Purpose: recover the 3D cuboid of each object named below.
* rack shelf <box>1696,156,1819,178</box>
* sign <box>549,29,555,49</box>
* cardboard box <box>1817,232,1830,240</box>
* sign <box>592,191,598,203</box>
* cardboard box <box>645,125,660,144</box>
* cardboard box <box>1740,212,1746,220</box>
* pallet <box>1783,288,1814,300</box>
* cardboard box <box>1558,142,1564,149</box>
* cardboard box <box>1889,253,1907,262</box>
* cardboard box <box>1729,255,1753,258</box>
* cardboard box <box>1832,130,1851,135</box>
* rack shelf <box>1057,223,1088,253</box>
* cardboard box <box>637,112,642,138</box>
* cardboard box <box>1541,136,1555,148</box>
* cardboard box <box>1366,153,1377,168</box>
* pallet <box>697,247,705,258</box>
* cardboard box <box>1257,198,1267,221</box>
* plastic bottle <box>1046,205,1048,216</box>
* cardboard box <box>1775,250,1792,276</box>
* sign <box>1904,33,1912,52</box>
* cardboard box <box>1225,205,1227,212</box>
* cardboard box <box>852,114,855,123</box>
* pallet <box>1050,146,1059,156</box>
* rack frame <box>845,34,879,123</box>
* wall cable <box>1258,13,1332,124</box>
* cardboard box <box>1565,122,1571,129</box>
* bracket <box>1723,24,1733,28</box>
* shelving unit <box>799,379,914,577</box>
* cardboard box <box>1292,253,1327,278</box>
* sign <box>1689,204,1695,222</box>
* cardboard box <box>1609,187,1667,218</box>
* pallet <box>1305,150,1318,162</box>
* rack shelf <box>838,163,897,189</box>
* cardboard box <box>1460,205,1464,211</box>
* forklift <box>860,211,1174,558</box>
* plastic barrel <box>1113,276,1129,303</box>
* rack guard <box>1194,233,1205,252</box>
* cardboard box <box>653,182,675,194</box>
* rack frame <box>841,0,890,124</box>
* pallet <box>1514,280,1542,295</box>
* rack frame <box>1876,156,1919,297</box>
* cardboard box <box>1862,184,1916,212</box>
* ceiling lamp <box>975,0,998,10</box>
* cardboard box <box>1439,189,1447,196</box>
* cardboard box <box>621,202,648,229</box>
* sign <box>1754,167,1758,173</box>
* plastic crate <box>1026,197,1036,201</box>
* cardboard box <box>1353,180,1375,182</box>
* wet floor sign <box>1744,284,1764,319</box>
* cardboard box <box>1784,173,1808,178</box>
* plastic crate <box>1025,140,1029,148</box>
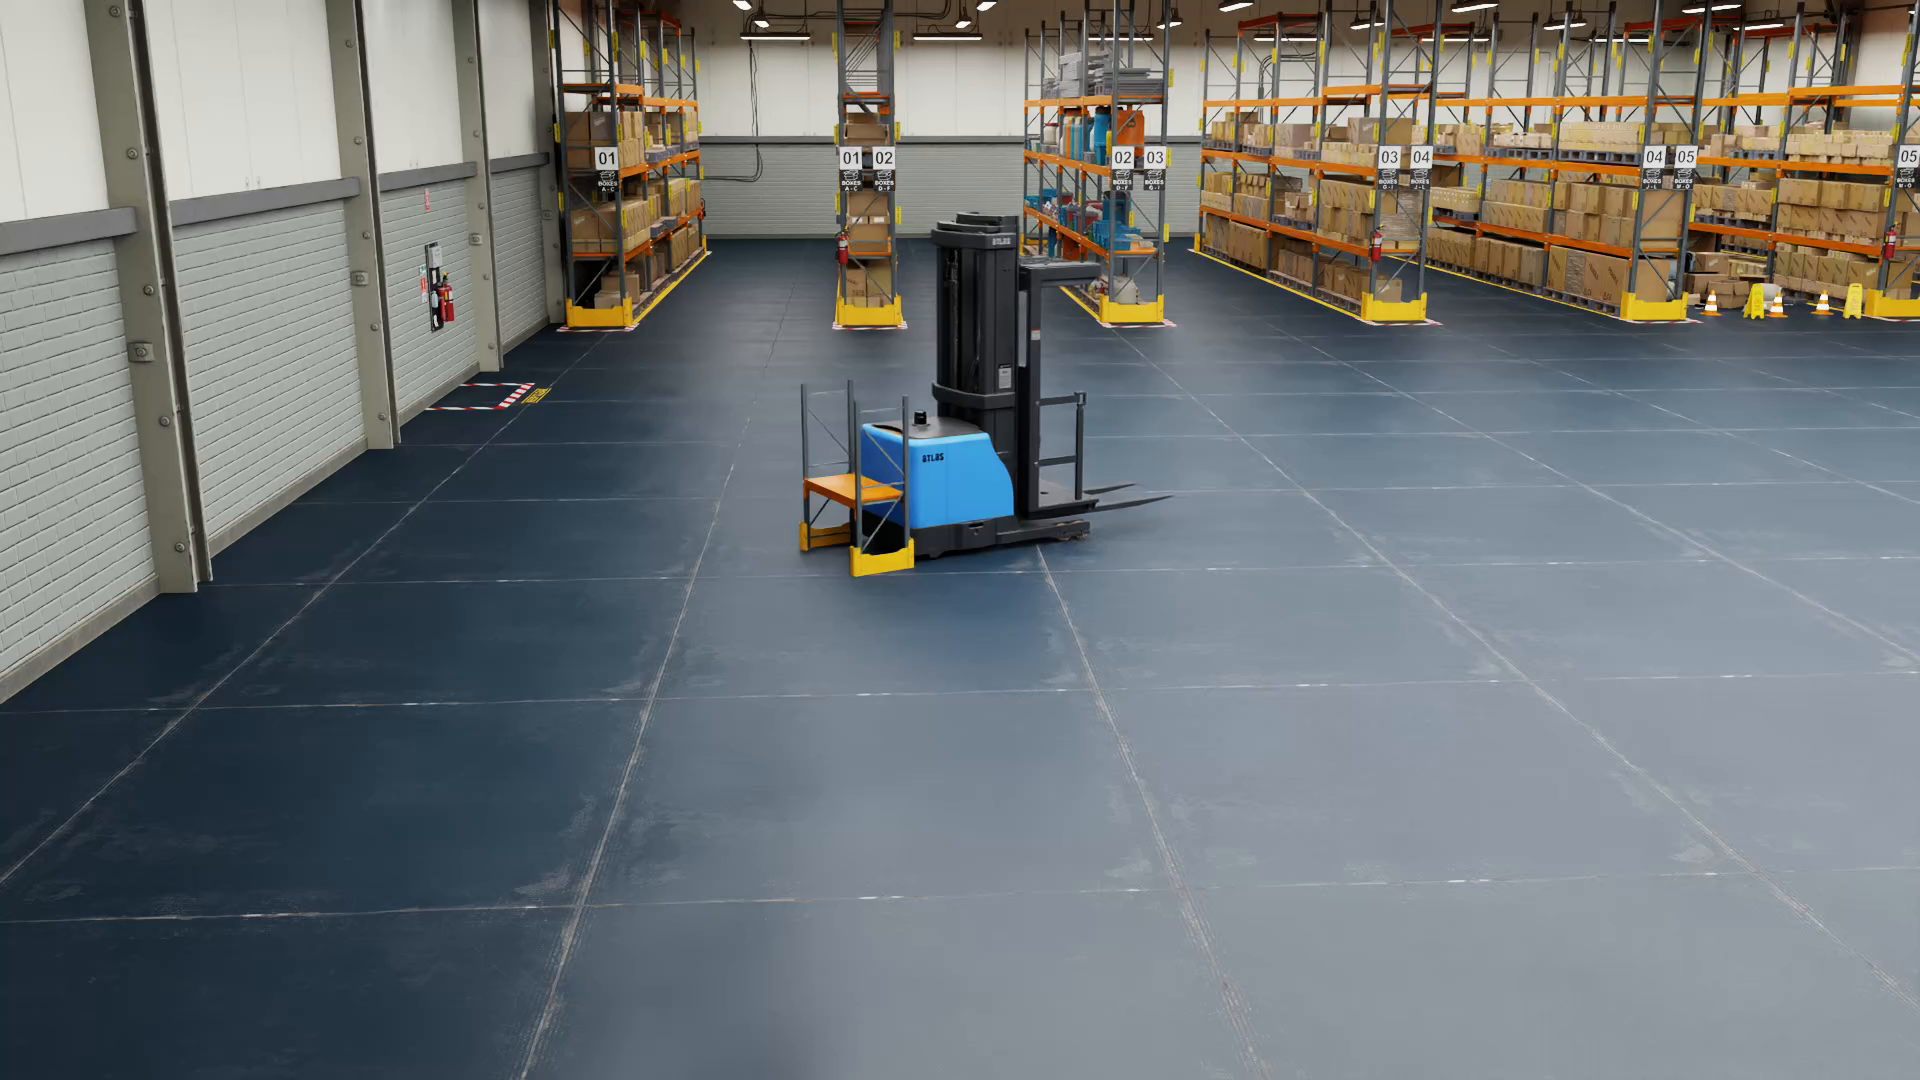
[{"bbox_3d":[17.726,-8.367,37.172,1.077,0.370,4.000,-1,14,-3],"label":"rack shelf"},{"bbox_3d":[-7.180,-8.819,29.273,0.100,0.325,0.005,-1,14,-3],"label":"sign"},{"bbox_3d":[17.662,-6.179,33.751,0.380,0.149,0.250,-1,14,-4],"label":"cardboard box"},{"bbox_3d":[-7.427,-6.934,33.855,0.100,0.325,0.005,-1,14,-3],"label":"sign"},{"bbox_3d":[-7.208,-9.209,37.918,0.700,0.500,0.500,-2,15,-8],"label":"cardboard box"},{"bbox_3d":[17.472,-7.163,36.731,0.380,0.149,0.250,-1,14,-3],"label":"cardboard box"},{"bbox_3d":[17.926,-5.248,35.223,1.003,0.211,1.213,-1,14,-3],"label":"pallet"},{"bbox_3d":[12.598,-8.150,34.348,0.380,0.149,0.250,-1,14,-4],"label":"cardboard box"},{"bbox_3d":[22.581,-6.735,39.330,0.875,0.625,0.625,0,14,-2],"label":"cardboard box"},{"bbox_3d":[17.680,-6.366,38.405,0.950,0.372,0.625,-1,14,-5],"label":"cardboard box"},{"bbox_3d":[22.037,-10.158,41.556,0.380,0.149,0.250,-1,14,-3],"label":"cardboard box"},{"bbox_3d":[2.891,-6.684,36.654,1.077,0.370,4.000,-1,14,-3],"label":"rack shelf"},{"bbox_3d":[-6.527,-8.120,32.523,0.500,0.500,0.500,0,14,0],"label":"cardboard box"},{"bbox_3d":[12.712,-8.468,35.381,0.500,0.250,0.500,-1,14,-3],"label":"cardboard box"},{"bbox_3d":[7.923,-7.113,31.157,0.500,0.250,0.500,-1,14,-2],"label":"cardboard box"},{"bbox_3d":[-7.489,-7.819,45.215,1.003,0.211,1.213,-1,14,-3],"label":"pallet"},{"bbox_3d":[7.408,-7.898,39.726,0.500,0.500,0.500,-1,14,-4],"label":"cardboard box"},{"bbox_3d":[2.171,-8.150,41.140,0.061,0.283,0.133,-1,14,-3],"label":"plastic bottle"},{"bbox_3d":[17.617,-5.849,35.133,0.500,0.500,0.500,0,14,-1],"label":"cardboard box"},{"bbox_3d":[17.542,-9.201,30.759,0.100,0.325,0.005,-1,14,-3],"label":"sign"},{"bbox_3d":[7.101,-8.615,43.216,0.380,0.149,0.250,-1,14,-2],"label":"cardboard box"},{"bbox_3d":[-1.986,-8.702,34.984,0.500,0.500,0.500,1,14,2],"label":"cardboard box"},{"bbox_3d":[2.739,-9.411,40.165,1.003,0.211,1.213,-1,14,-3],"label":"pallet"},{"bbox_3d":[-2.672,-12.350,45.189,1.000,3.000,0.127,-1,14,-3],"label":"rack frame"},{"bbox_3d":[10.305,-15.519,51.051,2.277,5.999,0.120,-1,14,-3],"label":"wall cable"},{"bbox_3d":[12.616,-8.473,34.002,0.380,0.149,0.250,-1,14,-4],"label":"cardboard box"},{"bbox_3d":[22.464,-15.051,48.465,0.235,0.232,0.430,-1,14,-3],"label":"bracket"},{"bbox_3d":[-0.917,-0.567,14.443,0.587,1.500,1.083,-8,17,-30],"label":"shelving unit"},{"bbox_3d":[7.861,-6.164,37.322,0.700,0.500,0.500,0,14,1],"label":"cardboard box"},{"bbox_3d":[13.717,-6.133,31.171,0.100,0.325,0.005,-1,14,-3],"label":"sign"},{"bbox_3d":[13.053,-6.492,31.995,0.875,0.550,0.550,-1,14,-3],"label":"cardboard box"},{"bbox_3d":[8.027,-8.129,35.181,1.213,0.211,1.003,-1,14,-3],"label":"pallet"},{"bbox_3d":[-1.805,-7.067,32.120,1.077,0.370,4.000,-1,14,-3],"label":"rack shelf"},{"bbox_3d":[12.165,-7.917,39.663,0.380,0.149,0.250,-1,14,-4],"label":"cardboard box"},{"bbox_3d":[0.603,-1.513,15.248,3.031,2.935,1.130,-9,17,-30],"label":"forklift"},{"bbox_3d":[3.115,-4.826,32.138,0.421,0.512,0.421,0,14,0],"label":"plastic barrel"},{"bbox_3d":[7.214,-8.392,46.862,1.175,0.500,0.348,-1,14,-3],"label":"rack guard"},{"bbox_3d":[-6.926,-8.193,38.731,0.500,0.250,0.500,-1,14,-4],"label":"cardboard box"},{"bbox_3d":[-1.929,-9.365,33.590,1.000,3.000,0.127,-1,14,-3],"label":"rack frame"},{"bbox_3d":[12.792,-5.504,36.217,1.003,0.211,1.213,-1,14,-3],"label":"pallet"},{"bbox_3d":[18.097,-5.770,31.656,1.000,3.000,0.127,-1,14,-3],"label":"rack frame"},{"bbox_3d":[17.848,-6.570,31.963,0.700,0.500,0.500,-1,14,-5],"label":"cardboard box"},{"bbox_3d":[0.777,-12.199,32.891,0.800,3.185,2.000,-1,14,-3],"label":"ceiling lamp"},{"bbox_3d":[12.066,-8.596,41.107,0.380,0.149,0.250,0,14,-1],"label":"cardboard box"},{"bbox_3d":[-6.498,-6.446,33.039,0.500,0.500,0.500,-1,14,-4],"label":"cardboard box"},{"bbox_3d":[22.615,-10.544,47.253,0.100,0.325,0.005,-1,14,-3],"label":"sign"},{"bbox_3d":[1.999,-9.238,45.349,0.416,0.233,0.300,-1,14,-3],"label":"plastic crate"},{"bbox_3d":[8.293,-7.057,33.852,0.500,0.500,0.500,-1,14,-3],"label":"cardboard box"},{"bbox_3d":[15.141,-4.552,31.646,0.267,0.644,0.232,-3,15,-13],"label":"wet floor sign"},{"bbox_3d":[22.481,-9.641,44.900,0.500,0.500,0.500,-1,14,-5],"label":"cardboard box"},{"bbox_3d":[2.017,-10.809,45.484,0.497,0.269,0.590,-1,14,-3],"label":"plastic crate"}]
